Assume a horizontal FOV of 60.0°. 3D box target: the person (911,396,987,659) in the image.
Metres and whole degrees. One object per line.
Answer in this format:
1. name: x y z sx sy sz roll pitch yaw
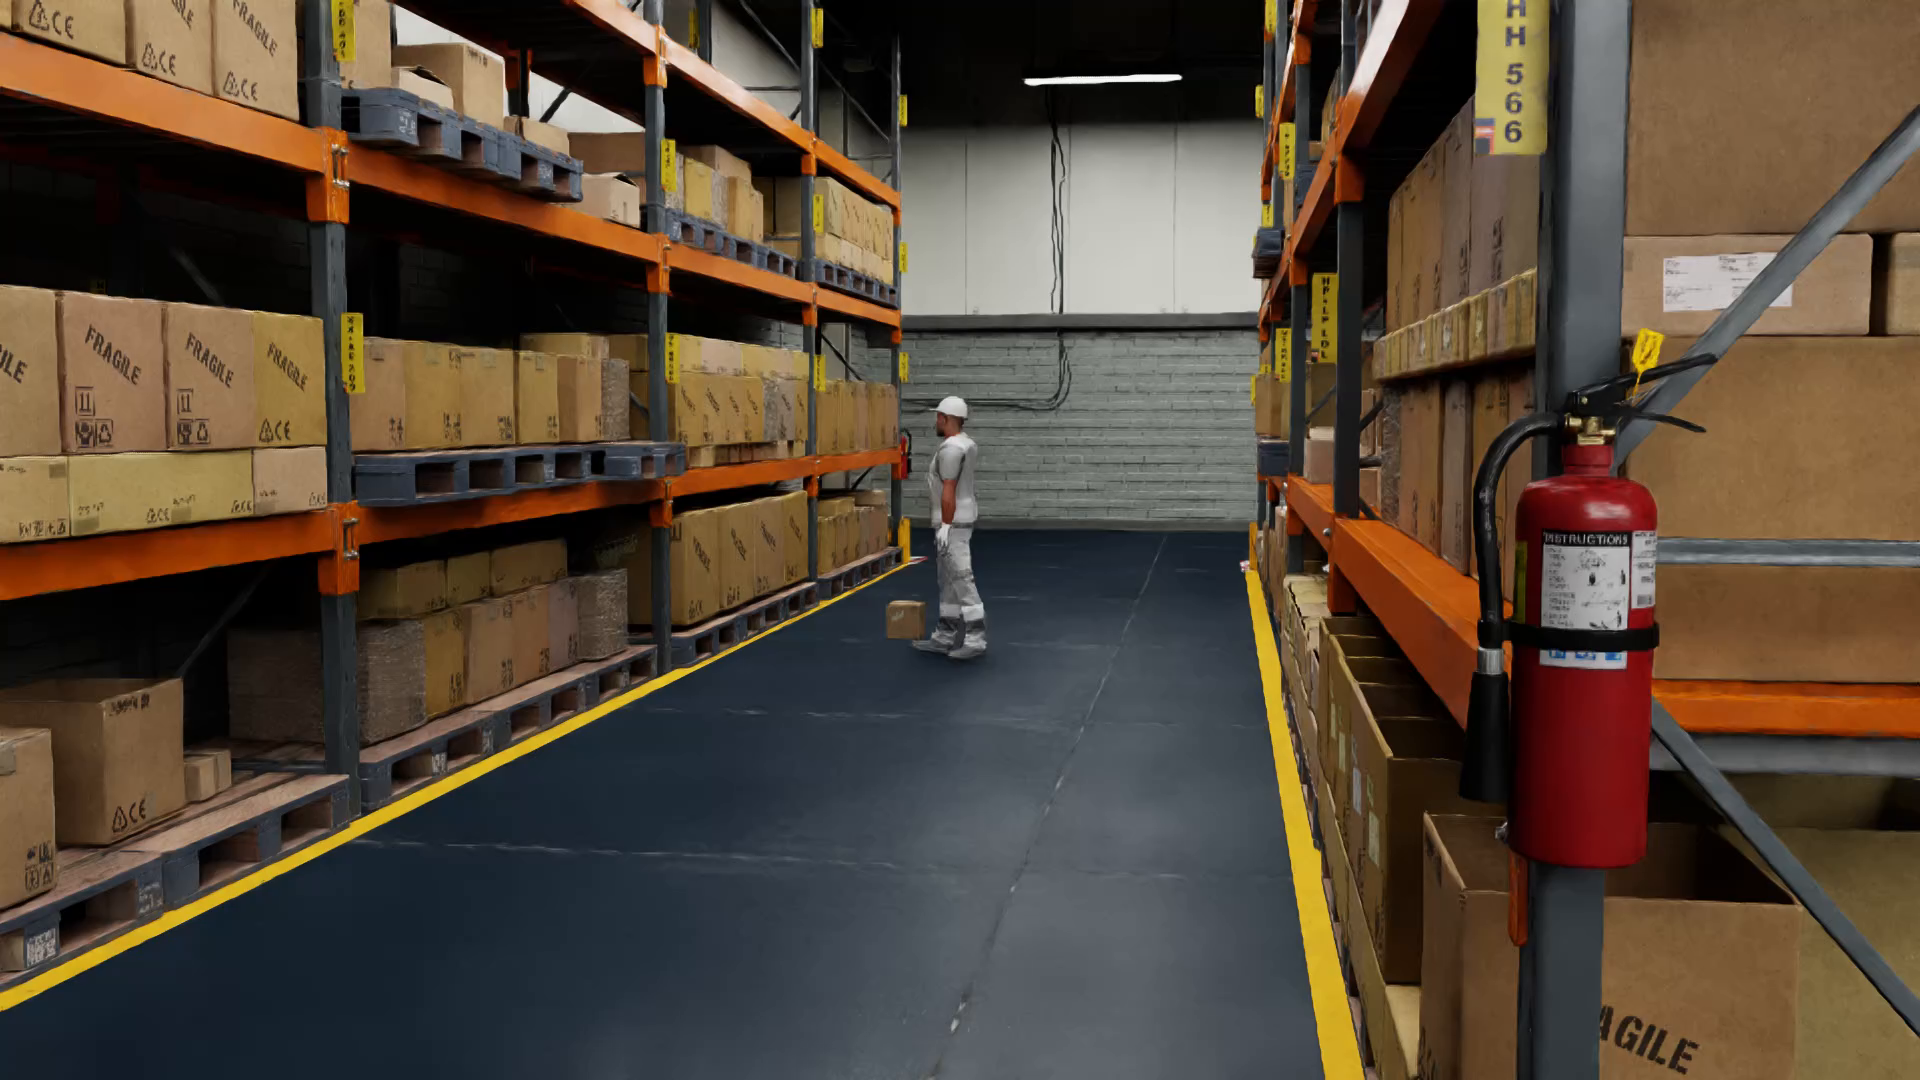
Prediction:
1. person: -0.079 -0.094 11.474 0.582 1.792 0.725 1 4 10
